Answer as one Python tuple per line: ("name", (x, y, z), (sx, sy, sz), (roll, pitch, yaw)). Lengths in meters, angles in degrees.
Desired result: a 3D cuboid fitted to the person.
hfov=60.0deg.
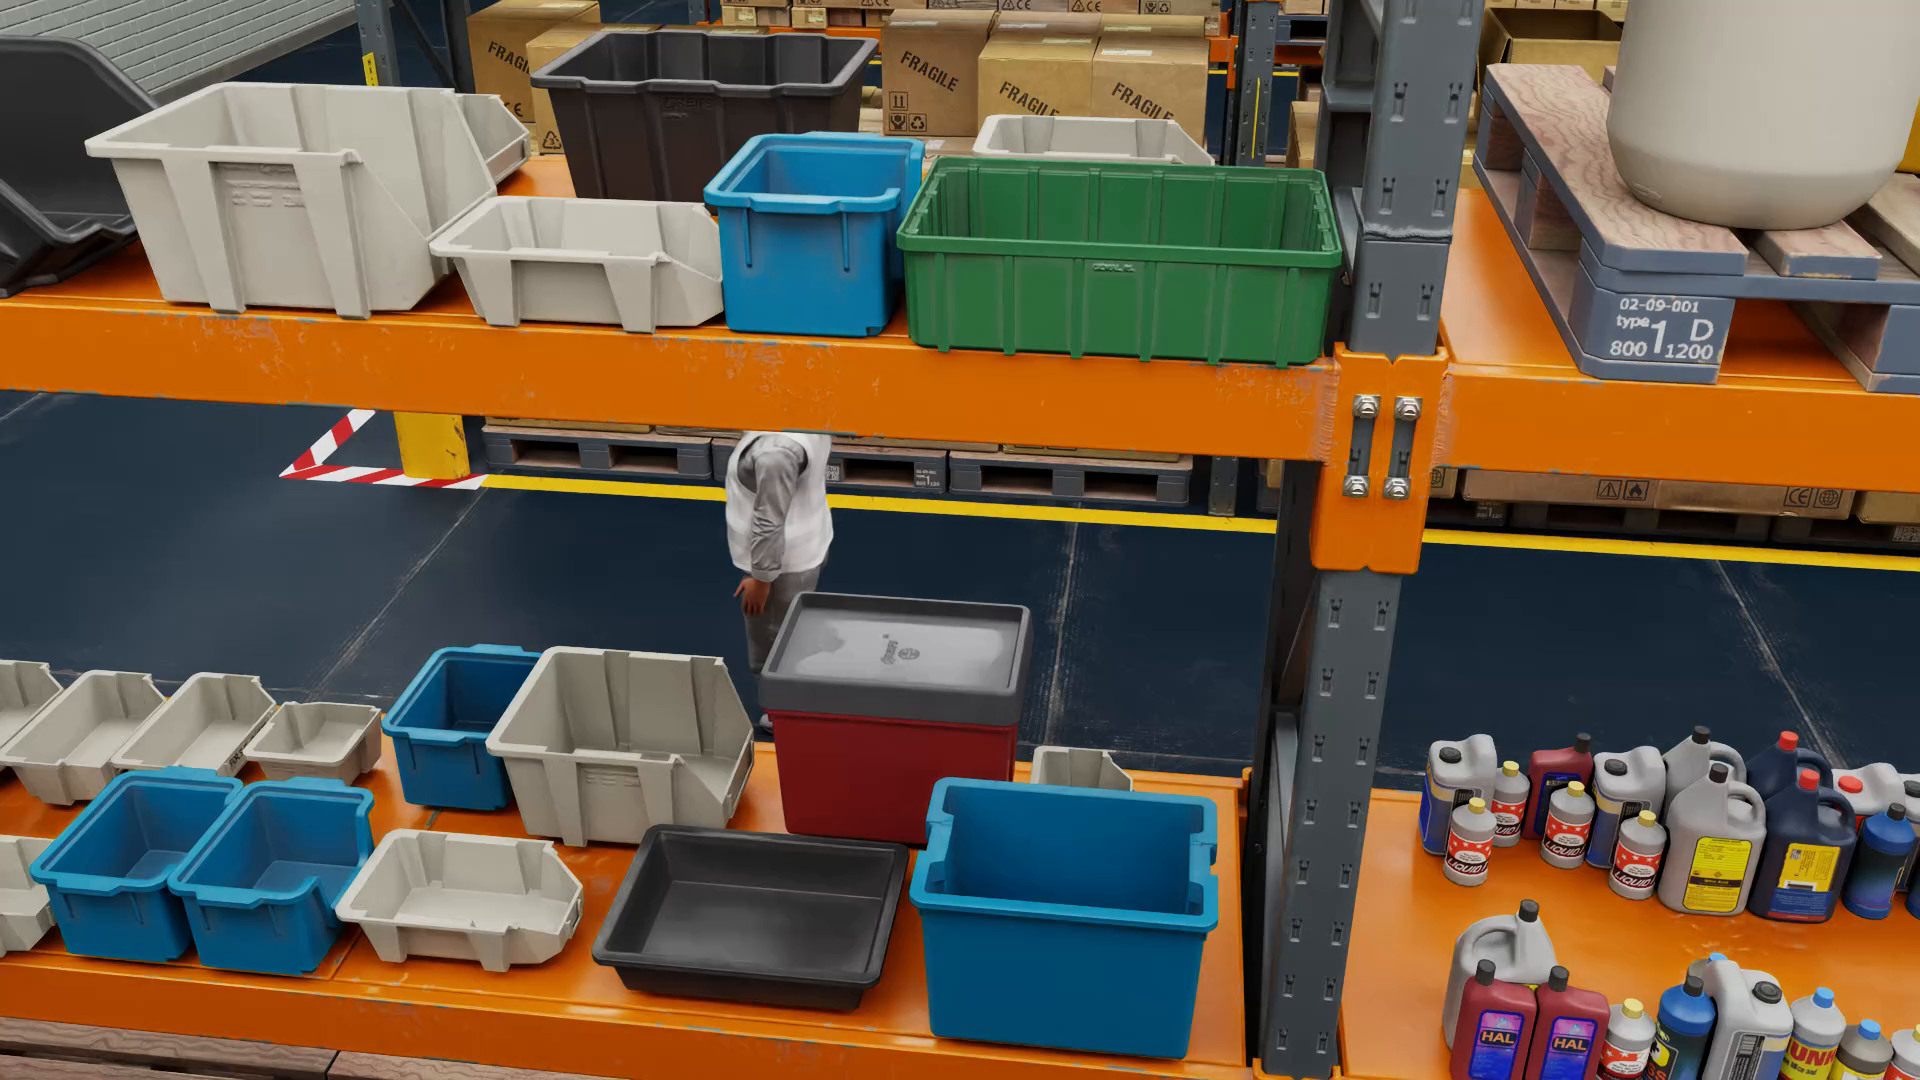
("person", (-0.646, 0.052, 6.009), (0.358, 1.766, 0.533), (4, 28, 7))
